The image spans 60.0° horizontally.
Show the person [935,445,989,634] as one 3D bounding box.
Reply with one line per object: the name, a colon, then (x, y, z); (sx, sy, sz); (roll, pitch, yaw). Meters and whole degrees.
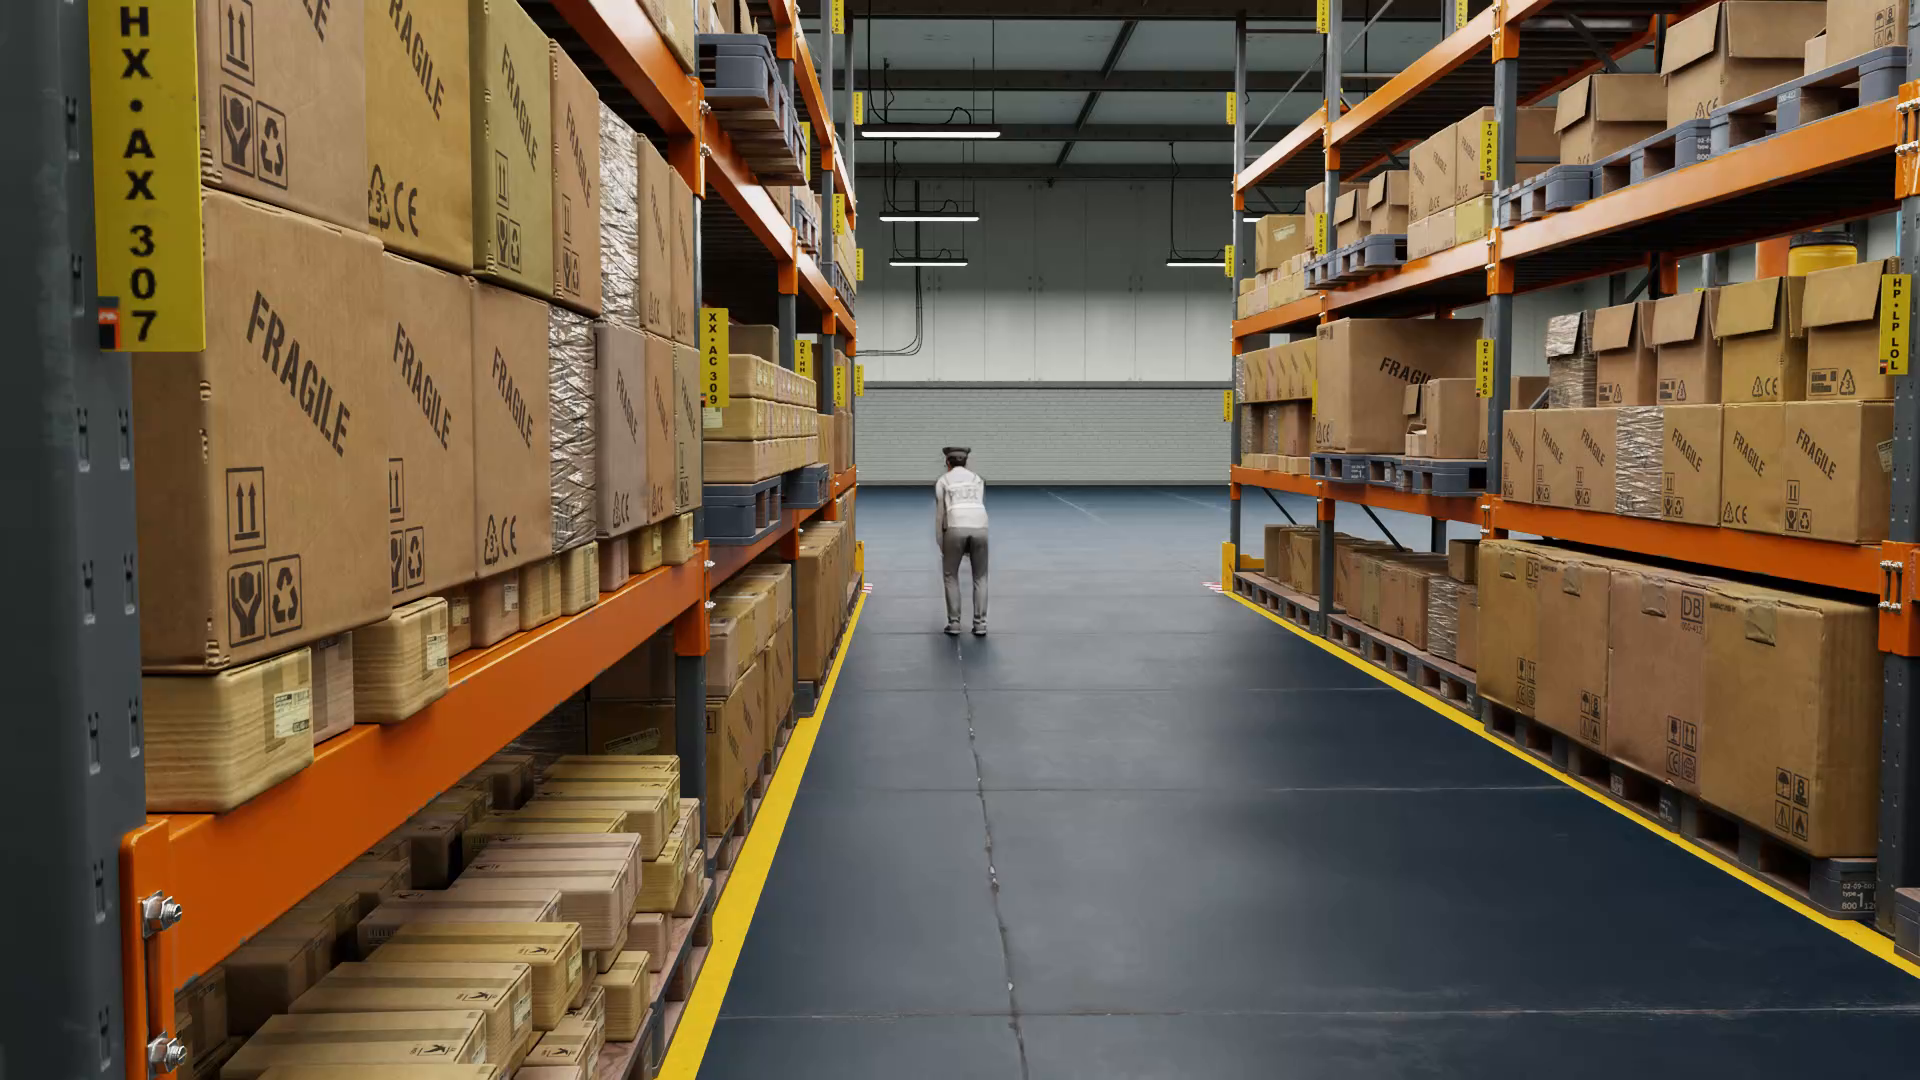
person: (0.010, -0.001, 13.805); (0.414, 1.566, 0.633); (-1, 4, -9)
